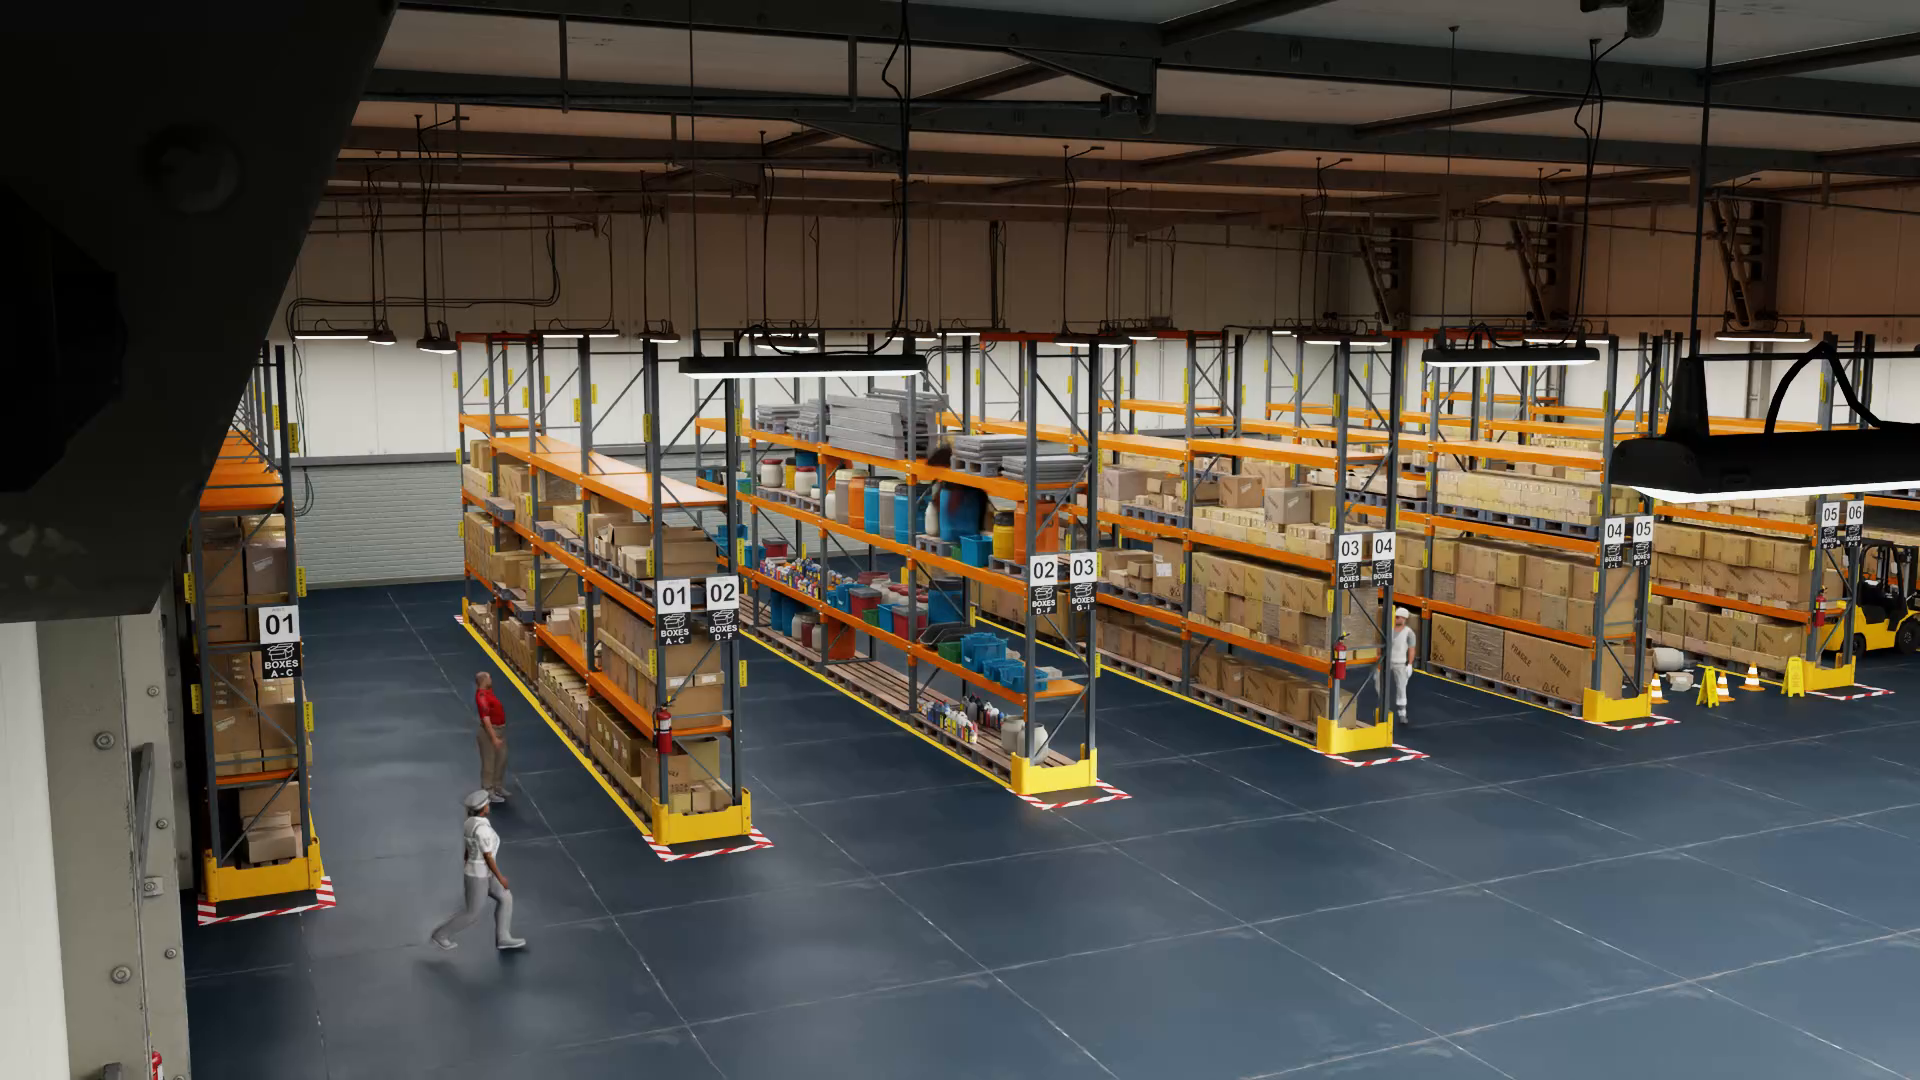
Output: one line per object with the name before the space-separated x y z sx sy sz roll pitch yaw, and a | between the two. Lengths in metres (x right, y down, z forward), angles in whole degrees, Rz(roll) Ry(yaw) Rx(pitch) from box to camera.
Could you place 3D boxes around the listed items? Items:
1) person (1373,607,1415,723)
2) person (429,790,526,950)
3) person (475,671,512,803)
person | 6.780 1.939 26.016 0.639 1.786 0.492 3 8 19
person | -4.815 3.293 16.527 0.911 1.632 0.437 -1 8 -7
person | -6.127 2.584 21.805 0.468 1.777 0.626 1 8 6
